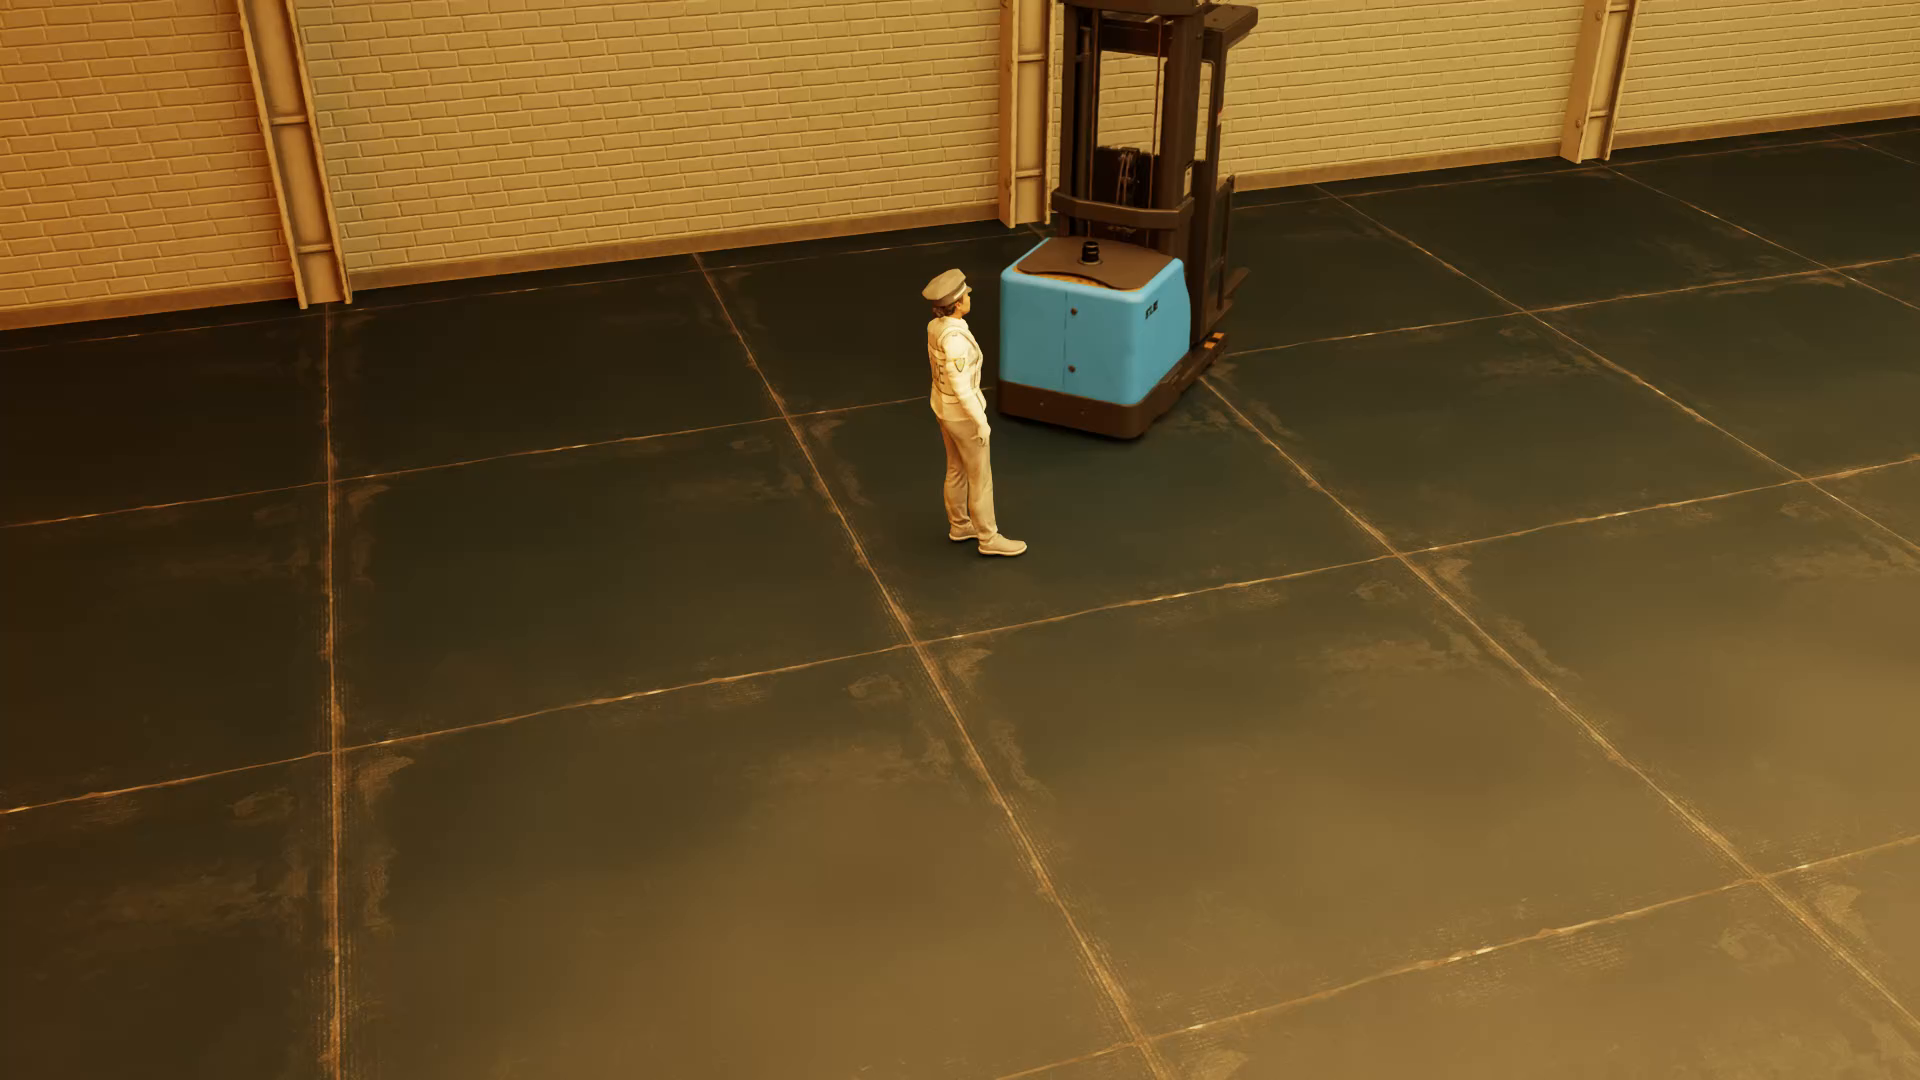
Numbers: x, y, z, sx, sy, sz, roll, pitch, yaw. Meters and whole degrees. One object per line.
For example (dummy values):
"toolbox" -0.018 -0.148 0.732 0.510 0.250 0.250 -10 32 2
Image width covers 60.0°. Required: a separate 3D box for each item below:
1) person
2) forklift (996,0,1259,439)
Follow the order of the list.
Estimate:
"person" 0.068 -0.748 9.613 0.530 1.694 0.587 -10 31 -16
"forklift" 1.358 -2.656 11.702 1.130 2.935 3.031 14 33 23
